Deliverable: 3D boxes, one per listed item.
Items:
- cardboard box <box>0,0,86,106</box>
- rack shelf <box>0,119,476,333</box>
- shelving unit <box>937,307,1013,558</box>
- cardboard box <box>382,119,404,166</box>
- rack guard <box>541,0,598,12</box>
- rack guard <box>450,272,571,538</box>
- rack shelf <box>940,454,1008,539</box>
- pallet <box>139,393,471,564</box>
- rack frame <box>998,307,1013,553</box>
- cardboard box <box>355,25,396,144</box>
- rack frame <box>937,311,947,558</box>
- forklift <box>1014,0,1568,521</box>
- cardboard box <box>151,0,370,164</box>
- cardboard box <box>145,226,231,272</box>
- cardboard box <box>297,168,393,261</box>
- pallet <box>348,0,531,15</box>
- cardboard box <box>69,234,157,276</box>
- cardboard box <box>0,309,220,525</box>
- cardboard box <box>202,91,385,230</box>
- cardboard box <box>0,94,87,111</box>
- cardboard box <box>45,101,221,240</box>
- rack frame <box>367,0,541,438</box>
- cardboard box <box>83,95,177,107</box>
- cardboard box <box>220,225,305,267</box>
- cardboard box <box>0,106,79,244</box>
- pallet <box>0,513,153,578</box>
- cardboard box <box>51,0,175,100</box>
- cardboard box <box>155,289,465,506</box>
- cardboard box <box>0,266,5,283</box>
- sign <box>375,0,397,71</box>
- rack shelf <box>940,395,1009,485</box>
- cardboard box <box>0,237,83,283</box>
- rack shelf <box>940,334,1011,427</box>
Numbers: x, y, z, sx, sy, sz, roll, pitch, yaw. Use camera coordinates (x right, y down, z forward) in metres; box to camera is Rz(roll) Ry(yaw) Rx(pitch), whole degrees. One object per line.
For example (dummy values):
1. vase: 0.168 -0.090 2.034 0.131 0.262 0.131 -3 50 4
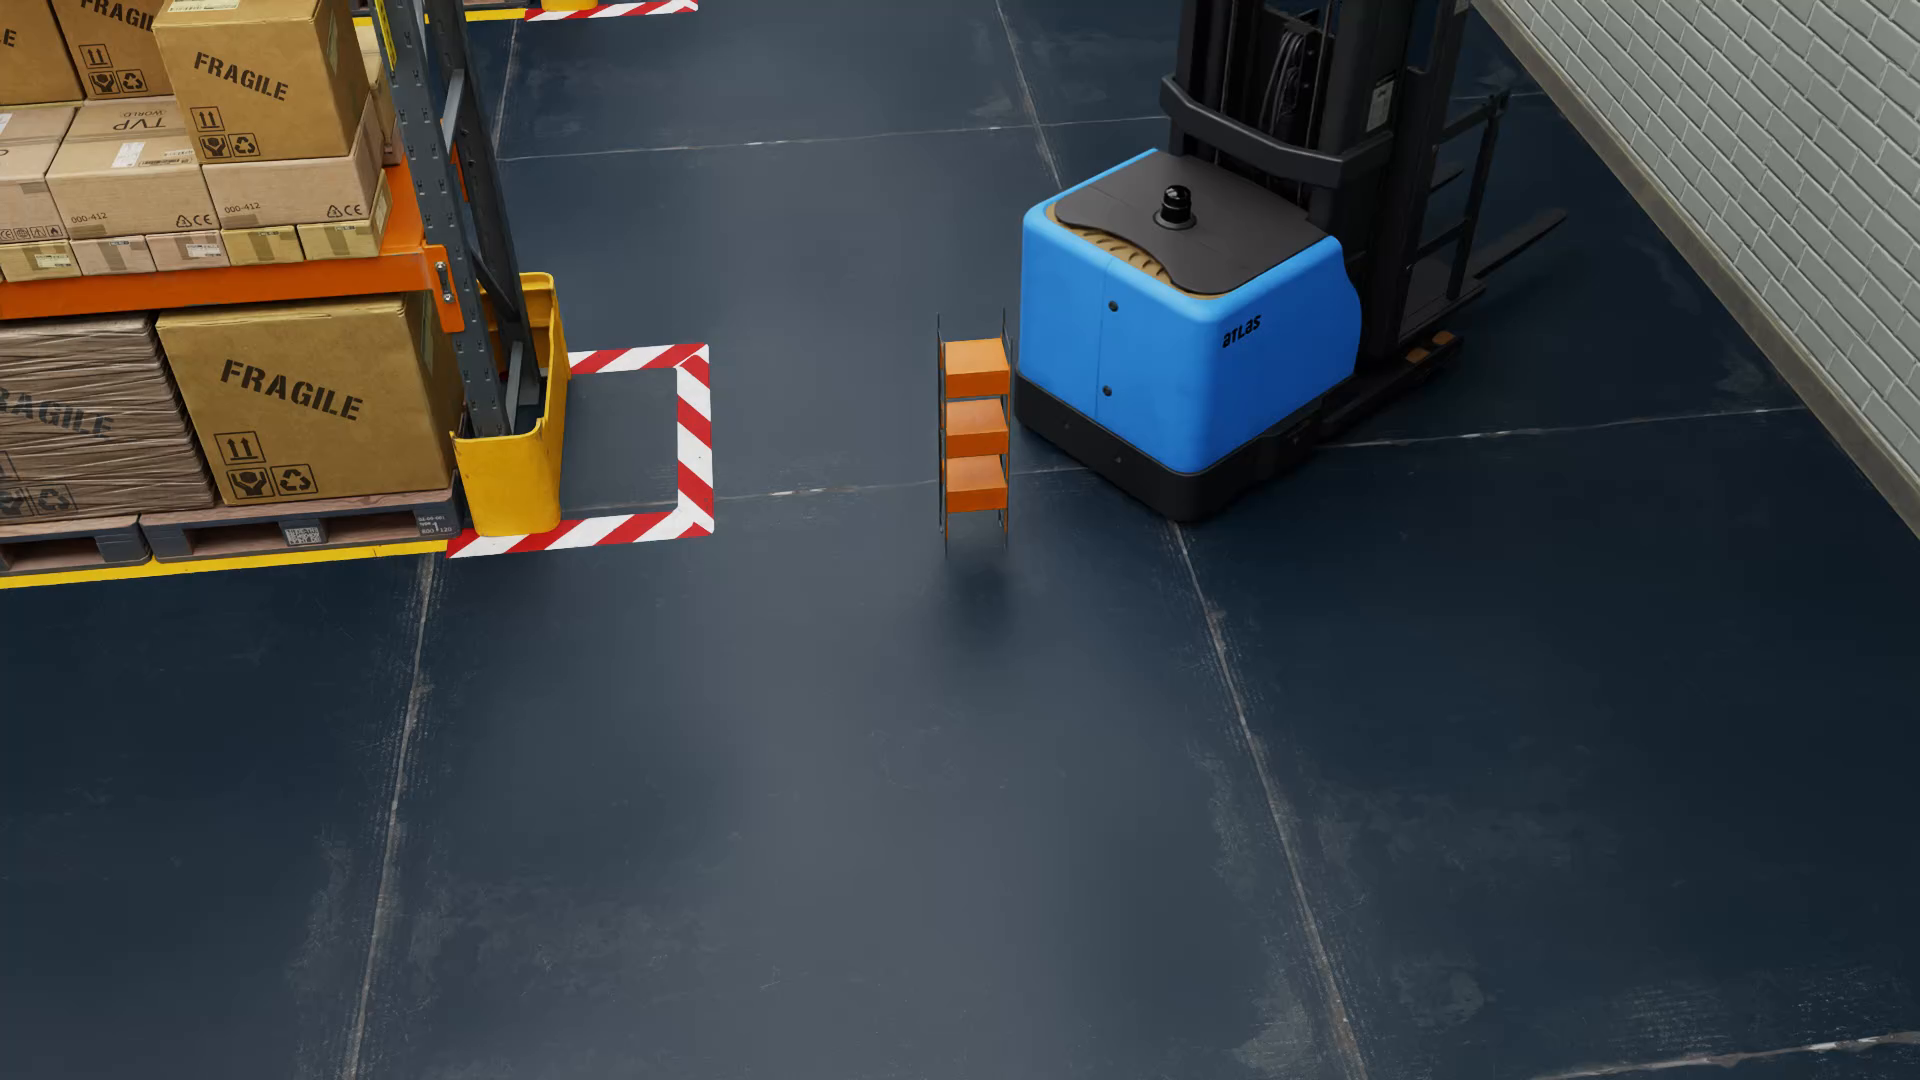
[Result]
1. cardboard box: -3.425 -1.898 5.945 0.500 0.500 0.500 -6 42 -7
2. rack shelf: -3.888 -1.079 6.244 4.000 0.370 1.077 -5 42 -6
3. shelving unit: 0.053 -0.394 6.404 0.252 1.050 0.215 -5 42 -6
4. cardboard box: -2.300 -1.615 6.488 0.250 0.149 0.380 -5 42 -5
5. rack guard: -2.525 -3.892 10.691 0.348 0.500 1.175 -5 42 -6
6. rack guard: -1.881 -0.594 7.035 0.348 0.500 1.175 -5 42 -6
7. rack shelf: 0.053 -0.180 6.597 0.240 0.259 0.215 -5 42 -6
8. pallet: -2.688 -0.363 6.995 1.213 0.211 1.003 -5 42 -6
9. rack frame: 0.174 -0.405 6.415 0.008 1.050 0.200 -5 42 -6
10. cardboard box: -2.416 -1.712 6.299 0.500 0.250 0.500 -6 42 -7
11. rack frame: -0.068 -0.384 6.392 0.008 1.050 0.200 -5 42 -6
12. forklift: 1.664 -2.024 6.806 3.031 2.935 1.130 -31 51 -30
13. cardboard box: -2.354 -1.636 5.654 0.500 0.500 0.500 -5 42 -5
14. cardboard box: -2.723 -1.132 5.953 0.250 0.149 0.380 -5 42 -5
15. cardboard box: -2.215 -1.177 6.003 0.250 0.149 0.380 -4 42 -5
16. pallet: -3.370 -3.728 10.725 1.213 0.211 1.003 -5 42 -6
17. cardboard box: -2.971 -1.111 5.930 0.250 0.149 0.380 -4 42 -5
18. cardboard box: -3.431 -0.699 6.558 0.875 0.875 0.875 -5 42 -6
19. cardboard box: -2.351 -1.356 5.904 0.500 0.250 0.500 -6 42 -6
20. cardboard box: -3.429 -1.621 6.198 0.500 0.250 0.500 -6 42 -7
21. cardboard box: -2.854 -1.313 5.856 0.500 0.250 0.500 -6 42 -6
22. rack frame: -1.905 -1.520 6.195 0.127 3.000 1.000 -5 42 -6
23. cardboard box: -2.930 -1.663 6.244 0.500 0.250 0.500 -5 42 -6
24. cardboard box: -2.473 -1.153 5.977 0.250 0.149 0.380 -5 42 -5
25. cardboard box: -3.359 -1.268 5.806 0.500 0.250 0.500 -6 42 -7
26. pallet: -3.895 -0.259 6.880 1.213 0.211 1.003 -5 42 -6
27. cardboard box: -2.912 -1.947 5.999 0.500 0.500 0.500 -6 42 -7
28. cardboard box: -2.529 -0.778 6.646 0.875 0.875 0.875 -5 42 -6
29. cardboard box: -3.485 -1.064 5.878 0.250 0.149 0.380 -5 42 -5
30. sign: -1.848 -1.676 5.327 0.005 0.325 0.100 -5 42 -6
31. rack shelf: 0.053 -0.387 6.411 0.240 0.259 0.215 -5 42 -6
32. cardboard box: -3.228 -1.087 5.903 0.250 0.149 0.380 -6 42 -6
33. rack shelf: 0.053 -0.597 6.221 0.240 0.259 0.215 -5 42 -6
